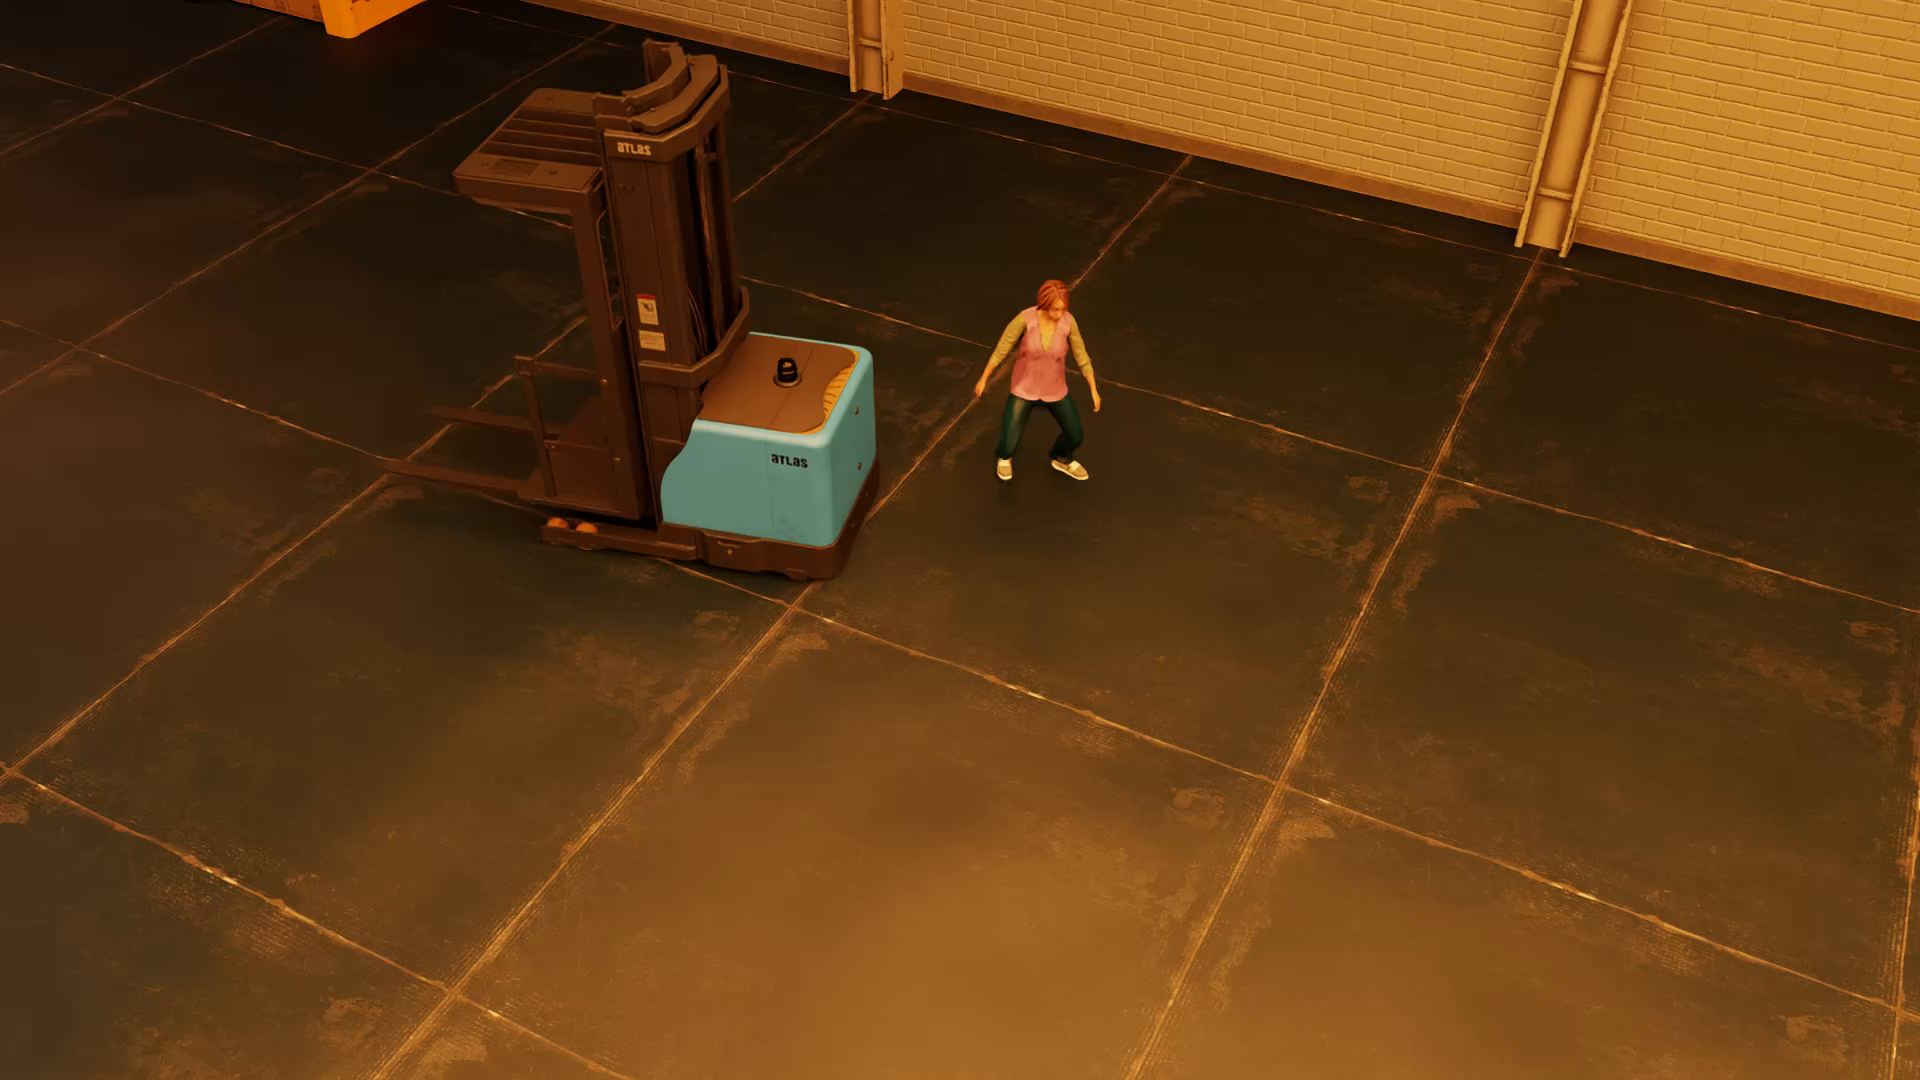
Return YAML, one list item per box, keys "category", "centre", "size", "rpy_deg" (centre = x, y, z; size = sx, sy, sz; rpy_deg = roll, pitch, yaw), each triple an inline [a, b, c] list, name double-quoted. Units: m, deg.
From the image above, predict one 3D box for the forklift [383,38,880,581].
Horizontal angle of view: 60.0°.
- category: "forklift"
  centre: [-2.083, -1.381, 9.626]
  size: [3.031, 2.935, 1.130]
  rpy_deg: [9, 41, 10]

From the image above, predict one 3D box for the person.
- category: "person"
  centre: [0.479, -0.925, 10.201]
  size: [0.762, 1.515, 0.452]
  rpy_deg: [-2, 40, -2]
